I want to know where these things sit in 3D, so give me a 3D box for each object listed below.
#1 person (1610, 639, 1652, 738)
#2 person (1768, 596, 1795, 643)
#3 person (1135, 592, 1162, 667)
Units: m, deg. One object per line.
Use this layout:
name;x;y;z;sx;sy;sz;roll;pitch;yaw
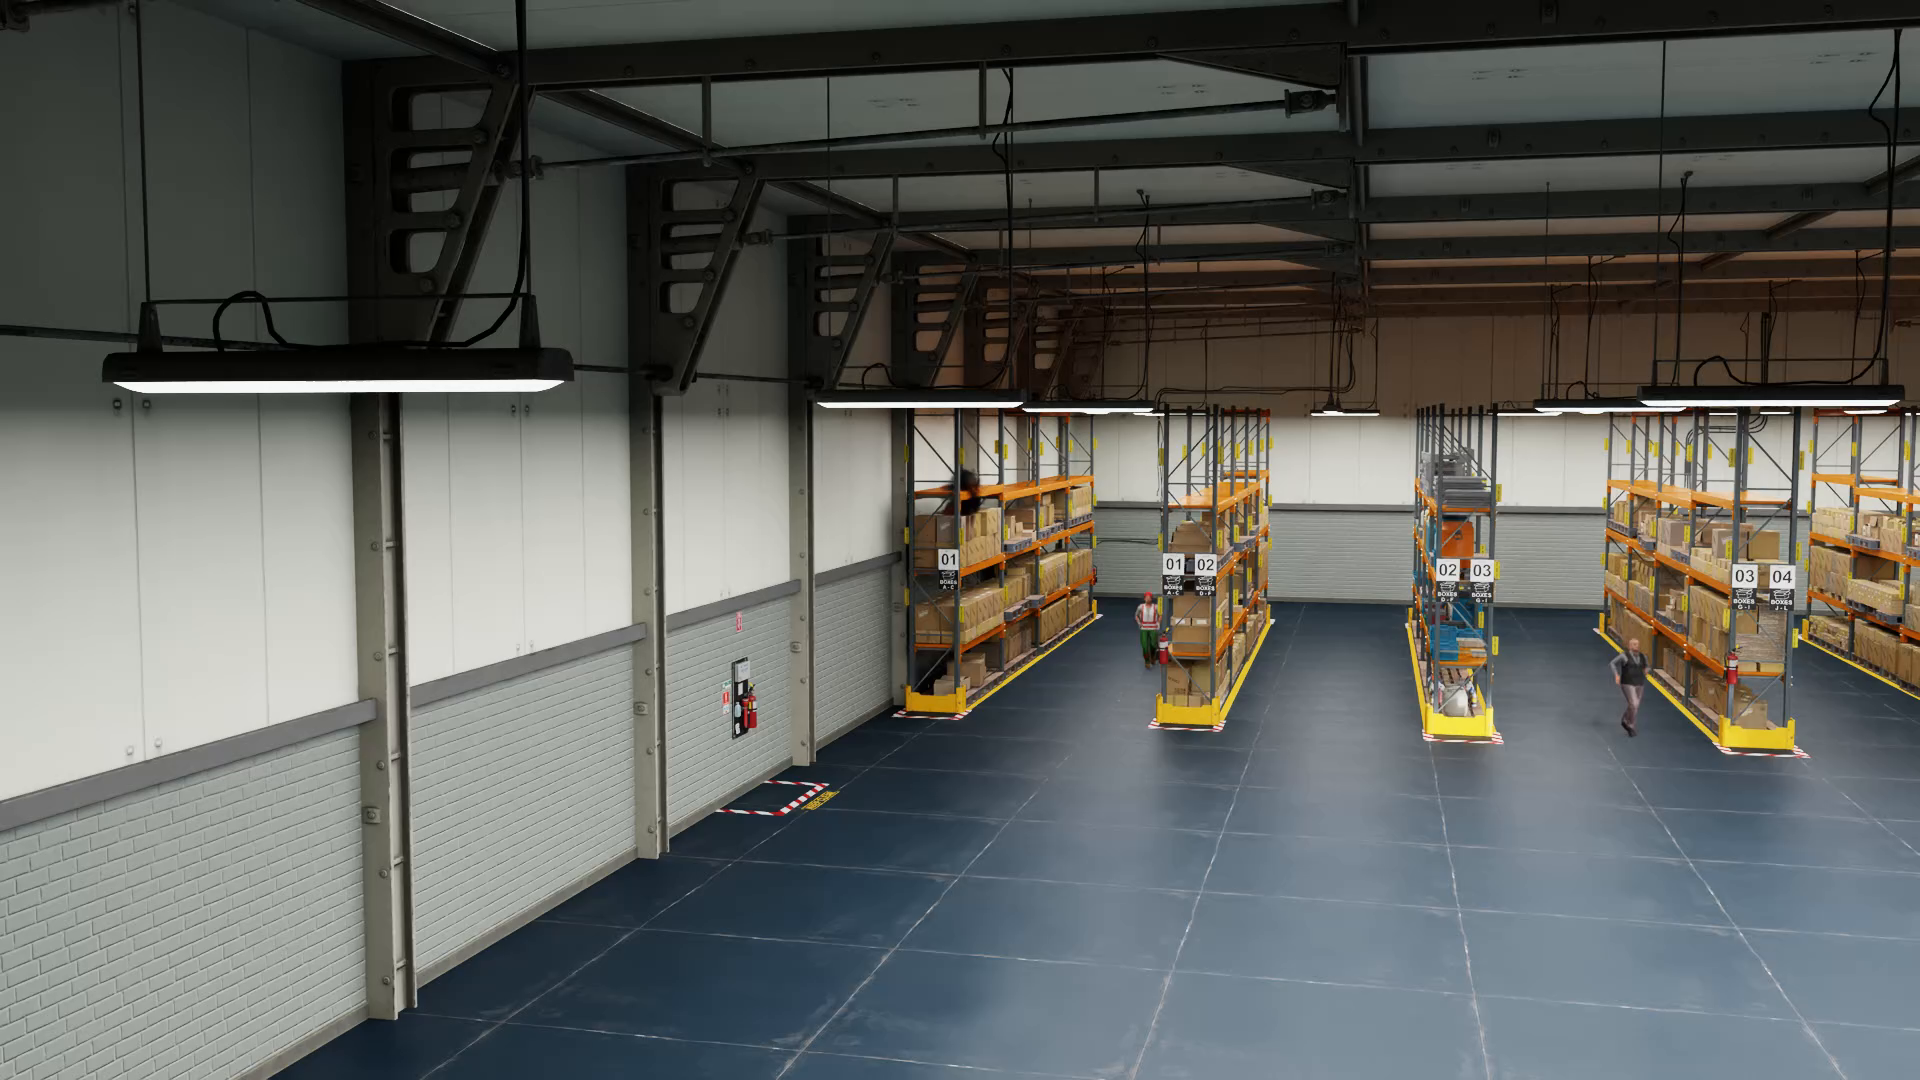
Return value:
person;12.179;2.671;30.104;0.628;1.771;0.758;-1;4;-12
person;20.001;1.901;40.550;0.676;1.735;0.610;1;4;18
person;4.325;2.064;38.153;0.643;1.740;0.582;1;4;10
